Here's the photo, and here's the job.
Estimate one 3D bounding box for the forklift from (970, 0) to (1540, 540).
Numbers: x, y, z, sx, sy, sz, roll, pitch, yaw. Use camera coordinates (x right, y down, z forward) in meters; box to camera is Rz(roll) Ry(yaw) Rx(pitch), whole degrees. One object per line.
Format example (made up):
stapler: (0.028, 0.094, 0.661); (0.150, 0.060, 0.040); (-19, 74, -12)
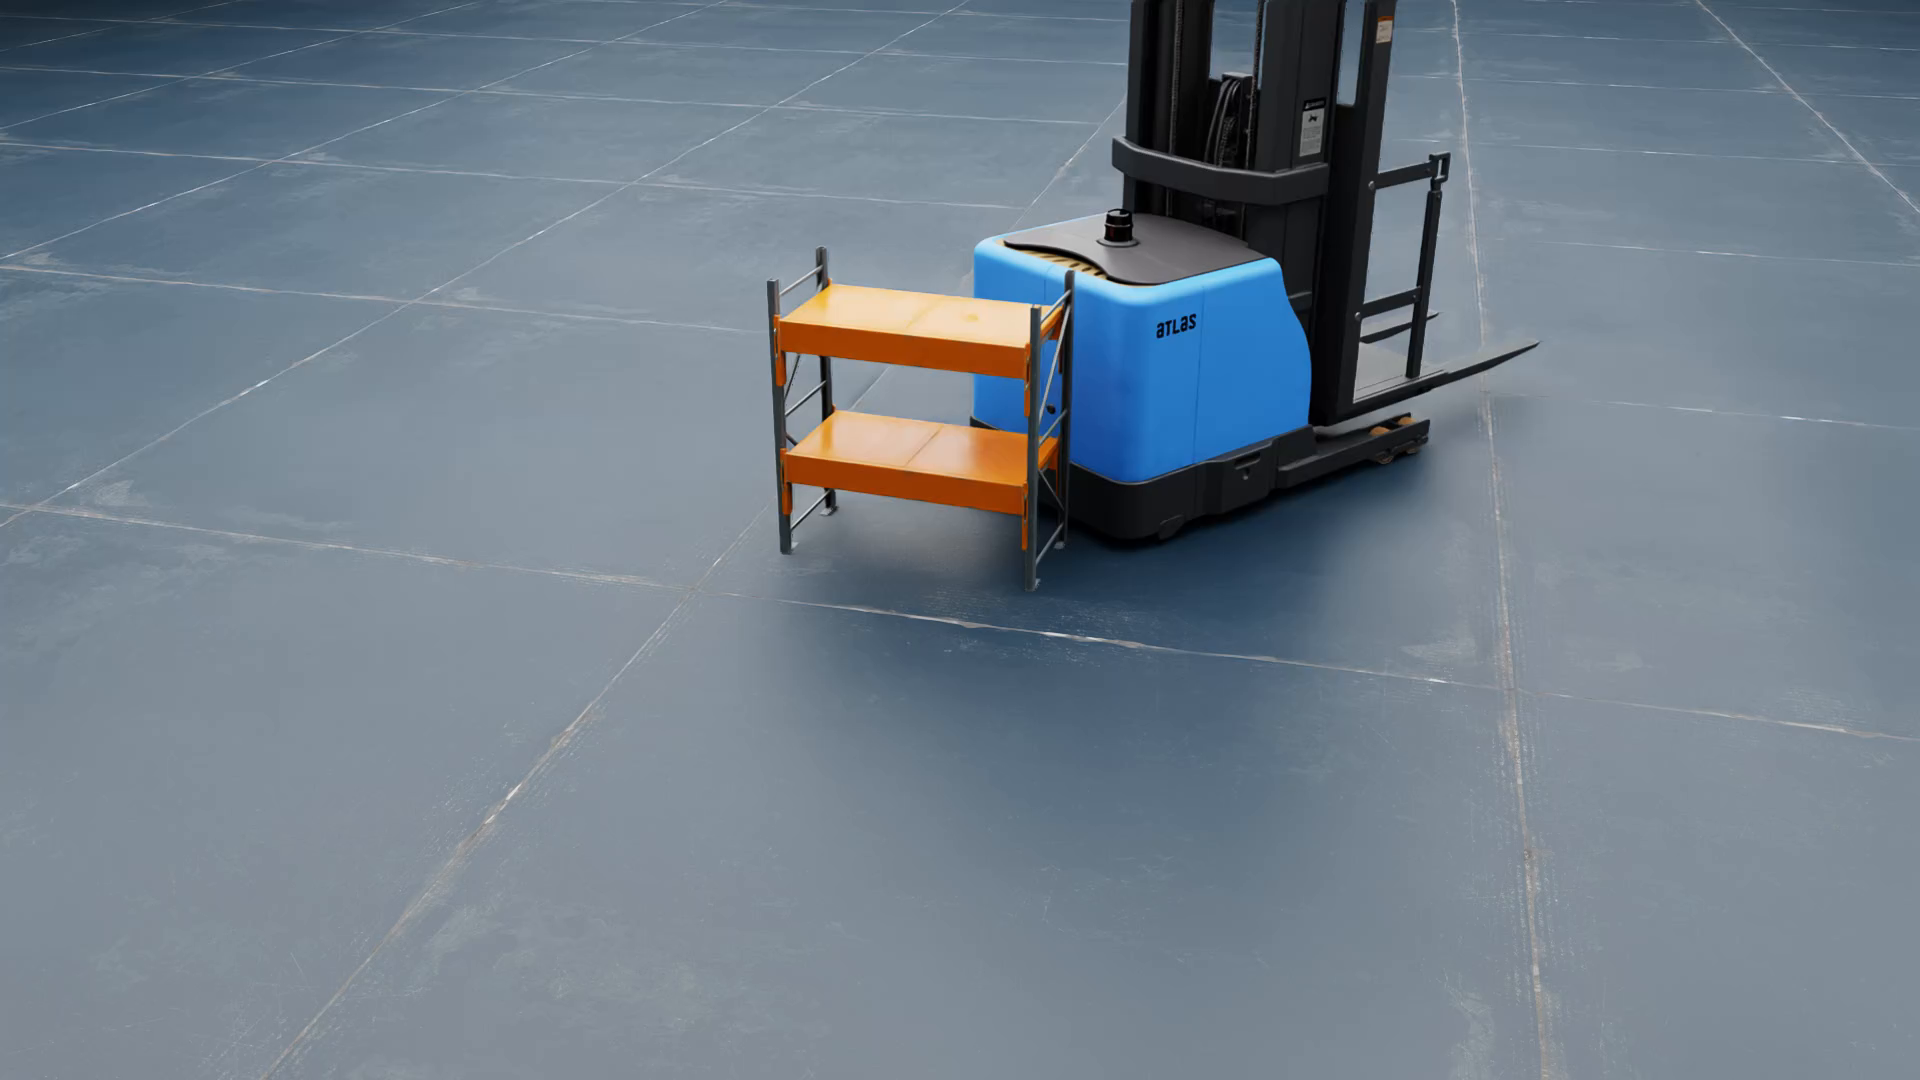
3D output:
forklift: (1.510, -1.823, 7.169); (3.031, 2.935, 1.130); (-19, 31, -34)

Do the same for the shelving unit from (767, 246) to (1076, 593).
shelving unit: (-0.140, -0.480, 6.450); (1.048, 1.125, 0.538); (8, 27, 17)

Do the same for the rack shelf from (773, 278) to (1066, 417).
rack shelf: (-0.140, -0.745, 6.324); (1.000, 0.278, 0.538); (8, 27, 17)

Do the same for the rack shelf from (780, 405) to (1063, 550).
rack shelf: (-0.140, -0.260, 6.555); (1.000, 0.278, 0.538); (8, 27, 17)

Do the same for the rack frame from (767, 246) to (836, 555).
rack frame: (-0.621, -0.551, 6.599); (0.032, 1.125, 0.500); (8, 27, 17)

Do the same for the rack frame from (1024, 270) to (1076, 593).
rack frame: (0.341, -0.409, 6.301); (0.032, 1.125, 0.500); (8, 27, 17)
